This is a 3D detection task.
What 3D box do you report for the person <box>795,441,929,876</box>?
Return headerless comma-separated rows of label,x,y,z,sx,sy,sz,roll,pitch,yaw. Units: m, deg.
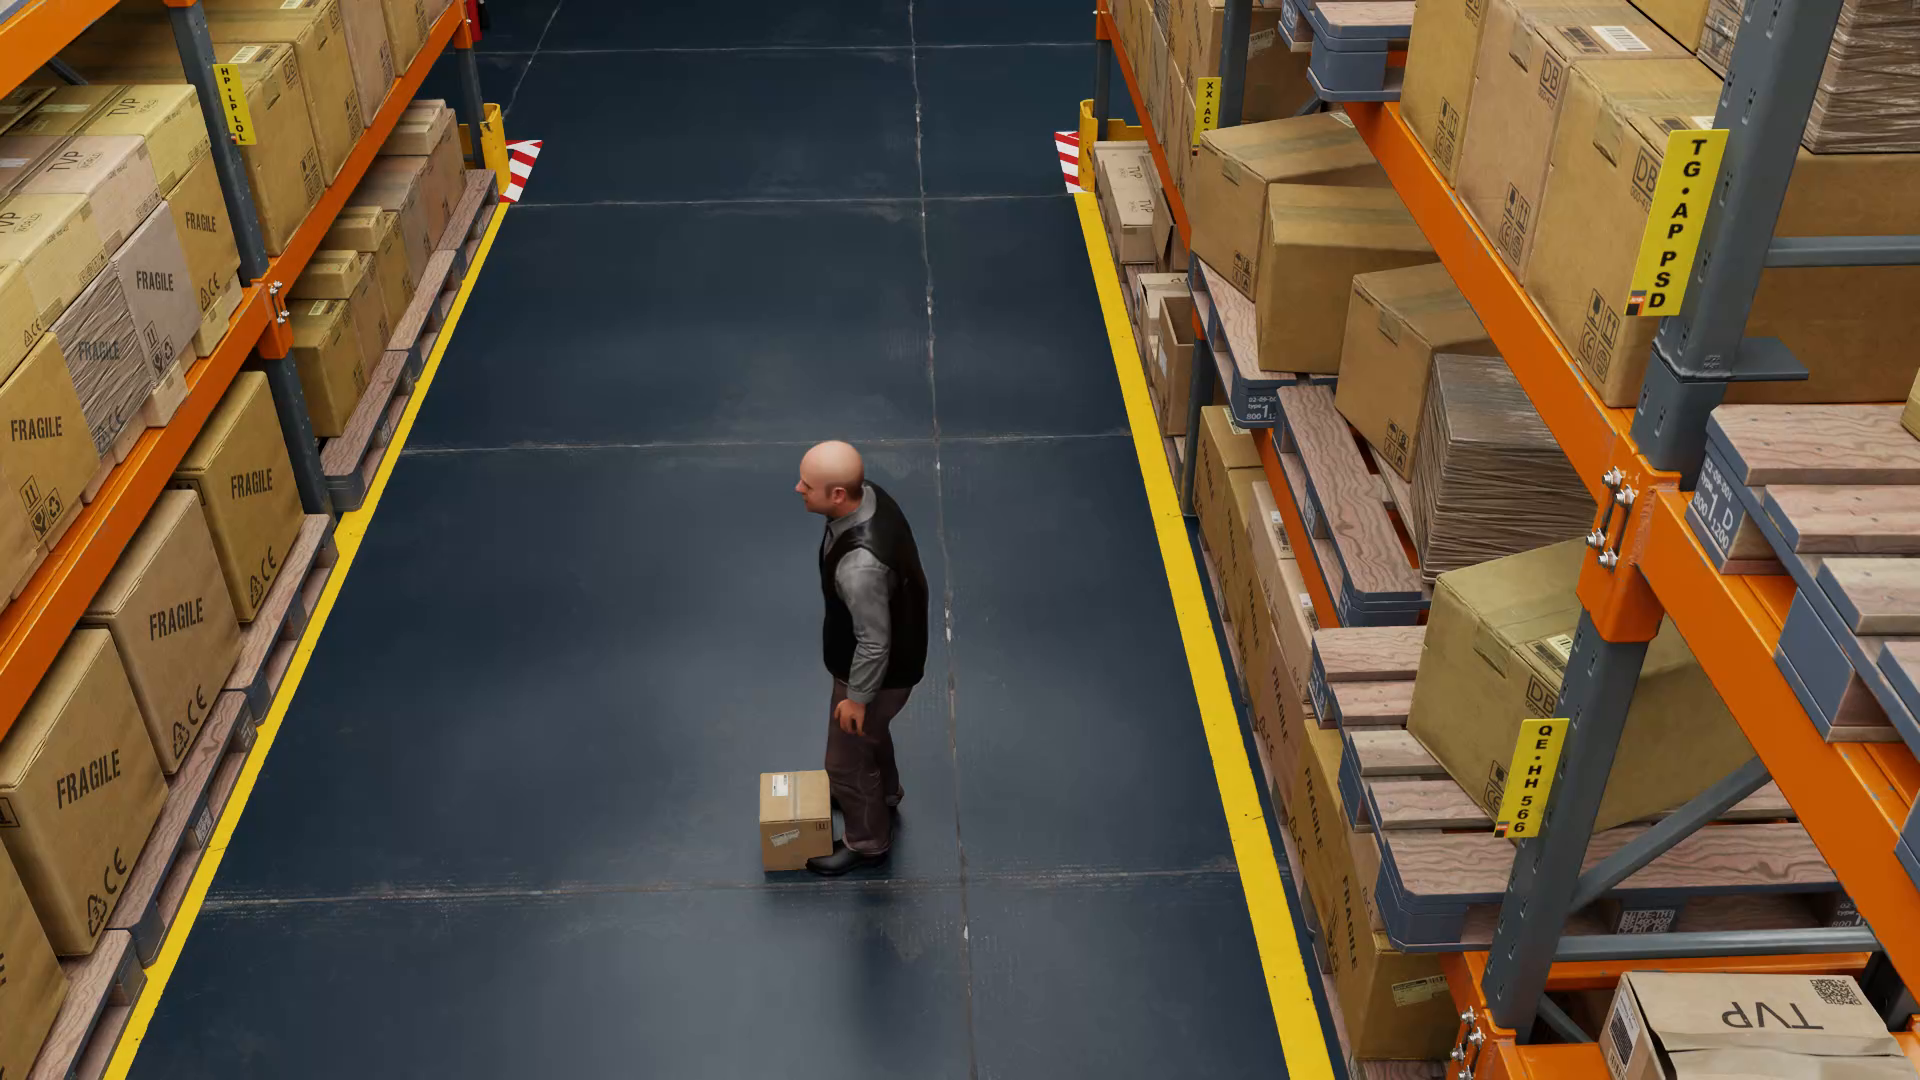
person,-0.335,0.400,5.594,0.463,1.721,0.589,-2,35,-3
